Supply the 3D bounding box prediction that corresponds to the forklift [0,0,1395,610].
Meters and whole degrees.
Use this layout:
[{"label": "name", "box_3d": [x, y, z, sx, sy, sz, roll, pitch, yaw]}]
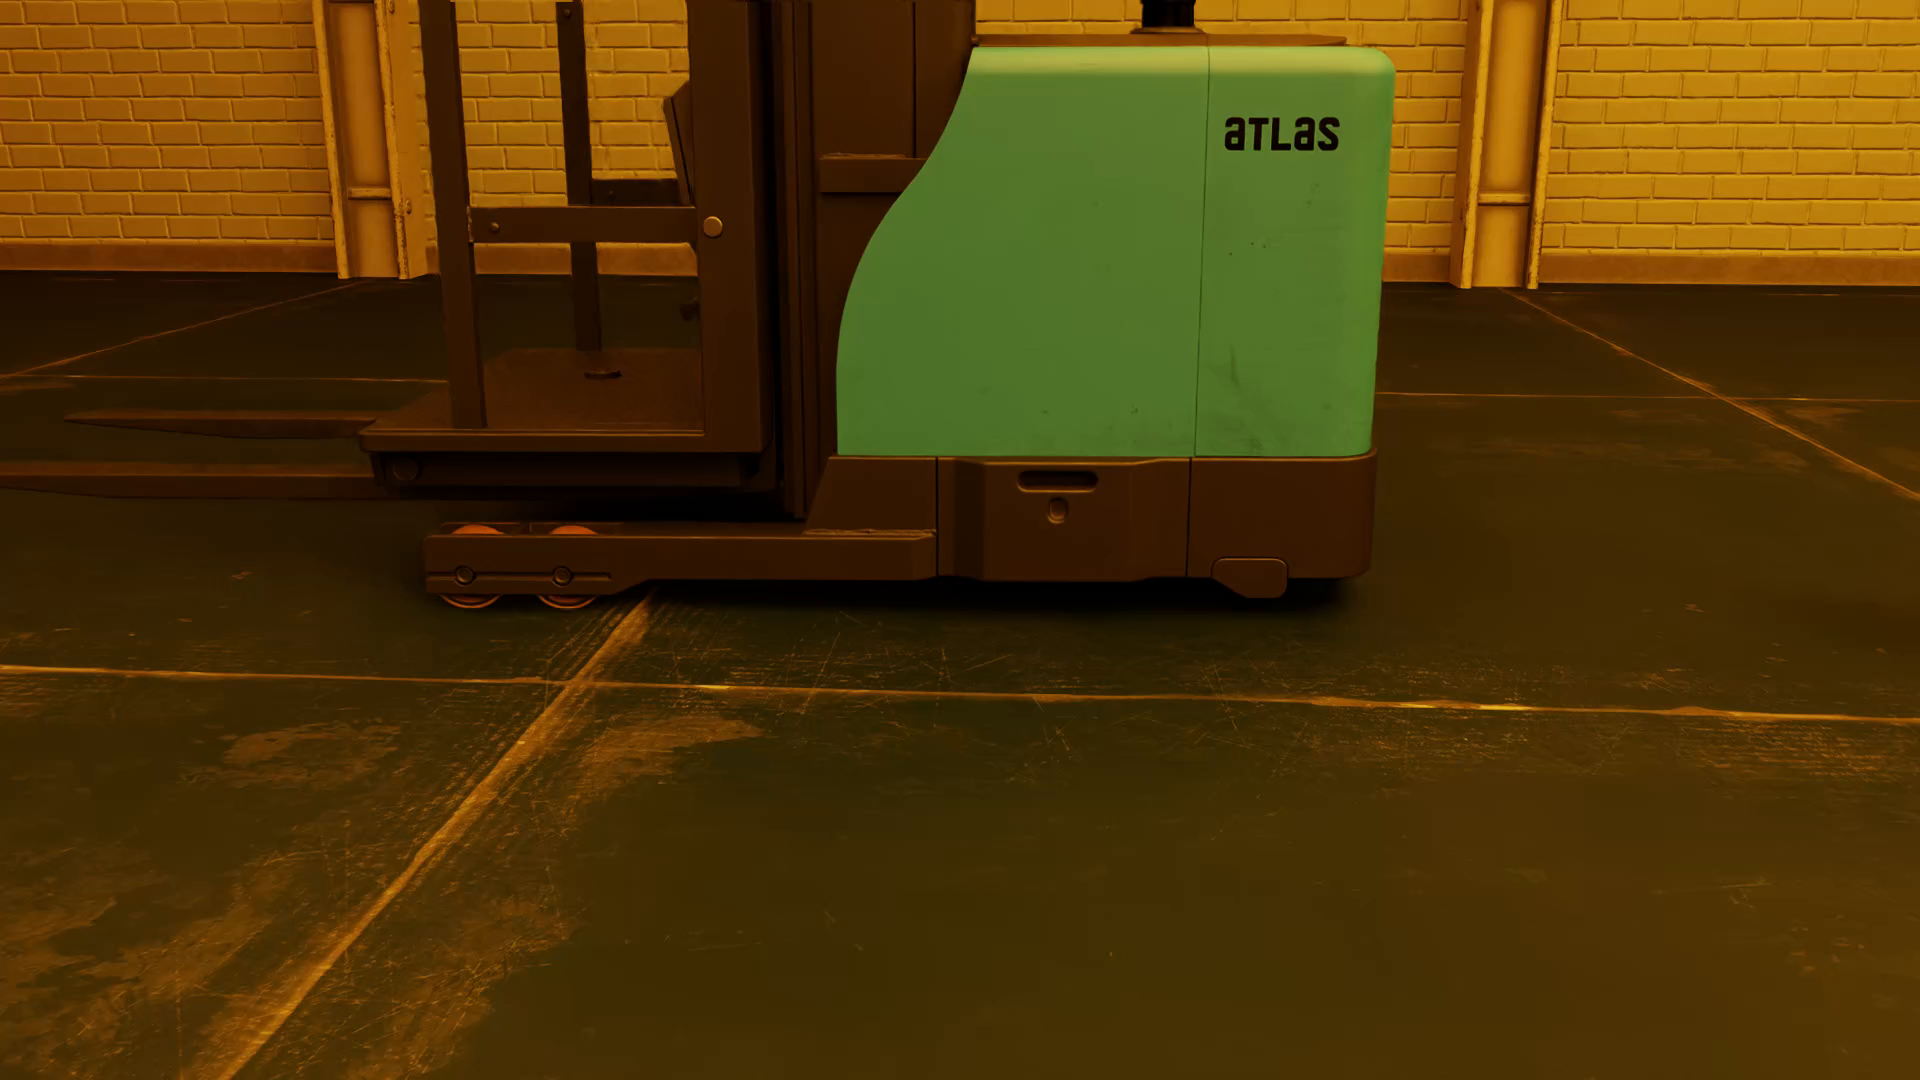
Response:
[{"label": "forklift", "box_3d": [-0.681, -1.414, 3.427, 3.031, 2.935, 1.130, 0, 15, 1]}]
